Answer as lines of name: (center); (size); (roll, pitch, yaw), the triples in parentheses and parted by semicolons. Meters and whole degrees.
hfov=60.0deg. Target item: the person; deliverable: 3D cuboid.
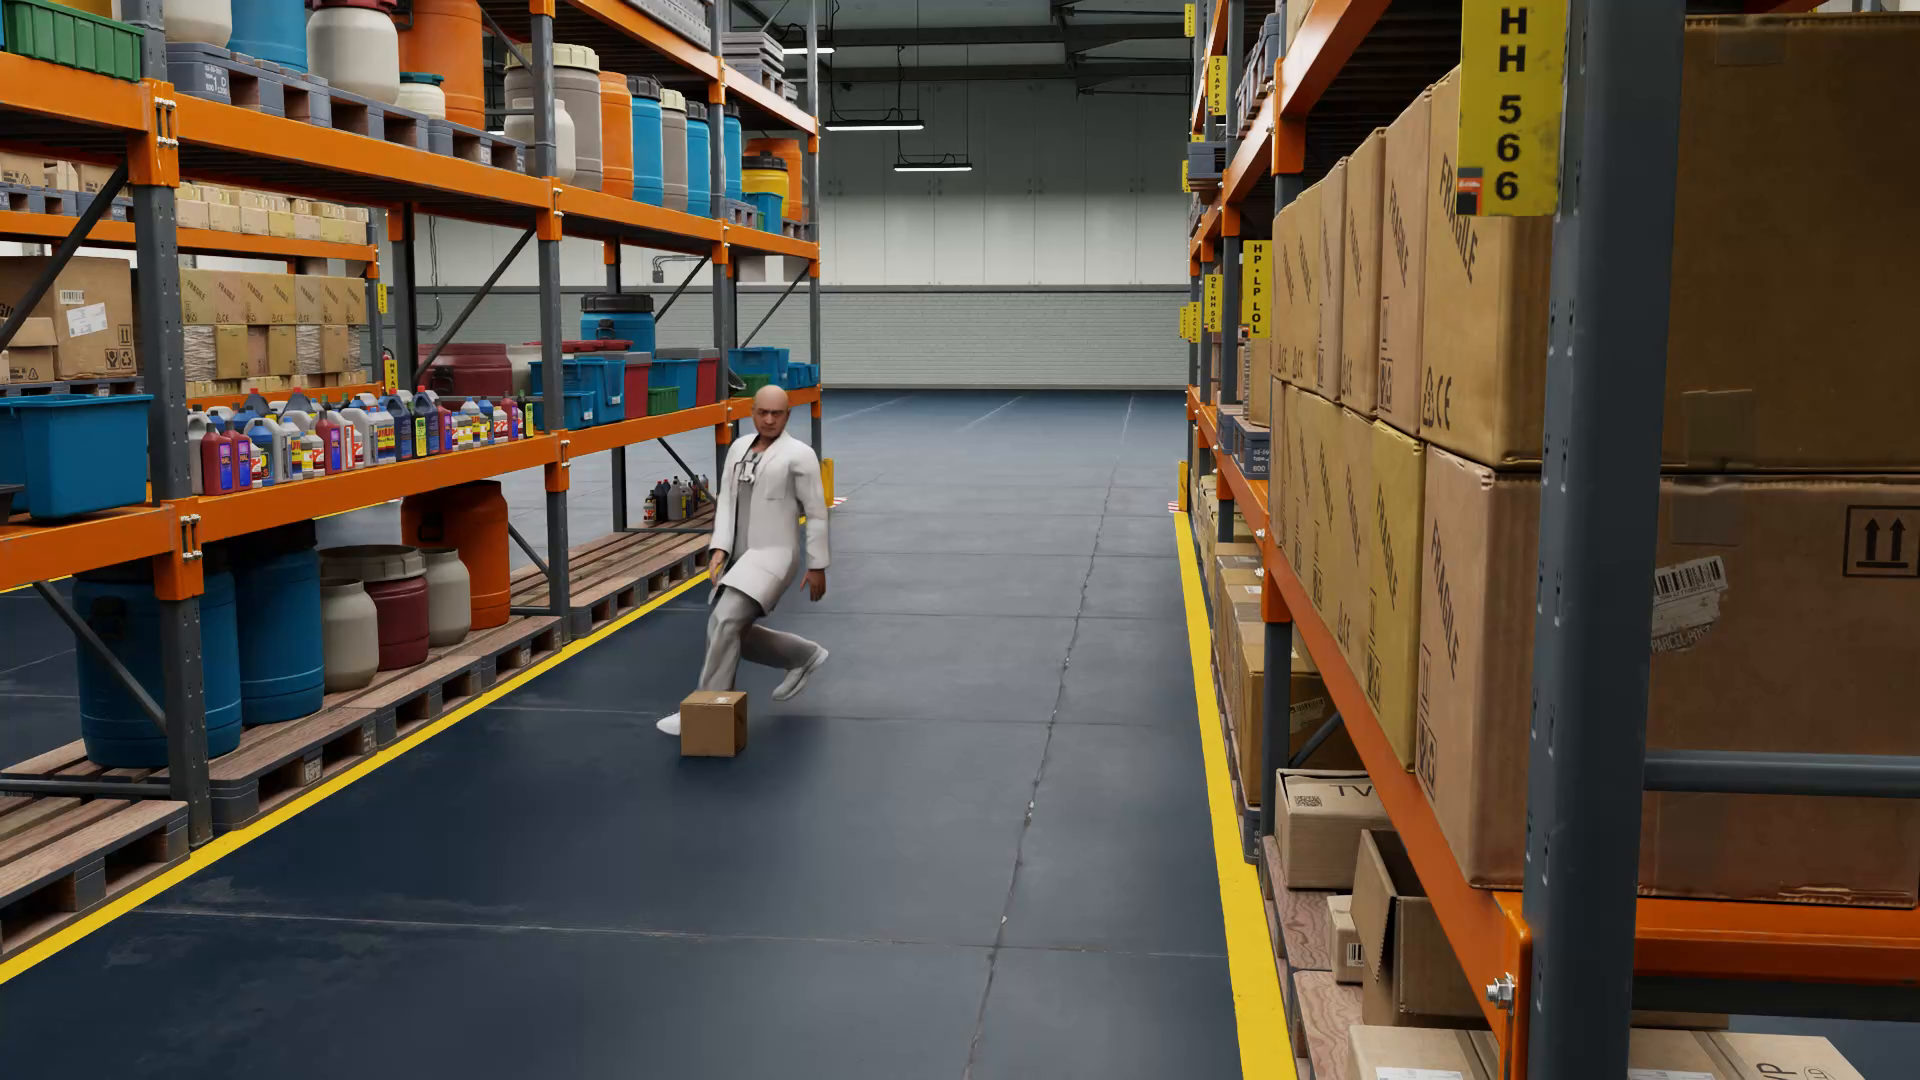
person: (-1.024, 0.082, 8.102); (0.572, 1.667, 1.056); (7, 10, 44)
